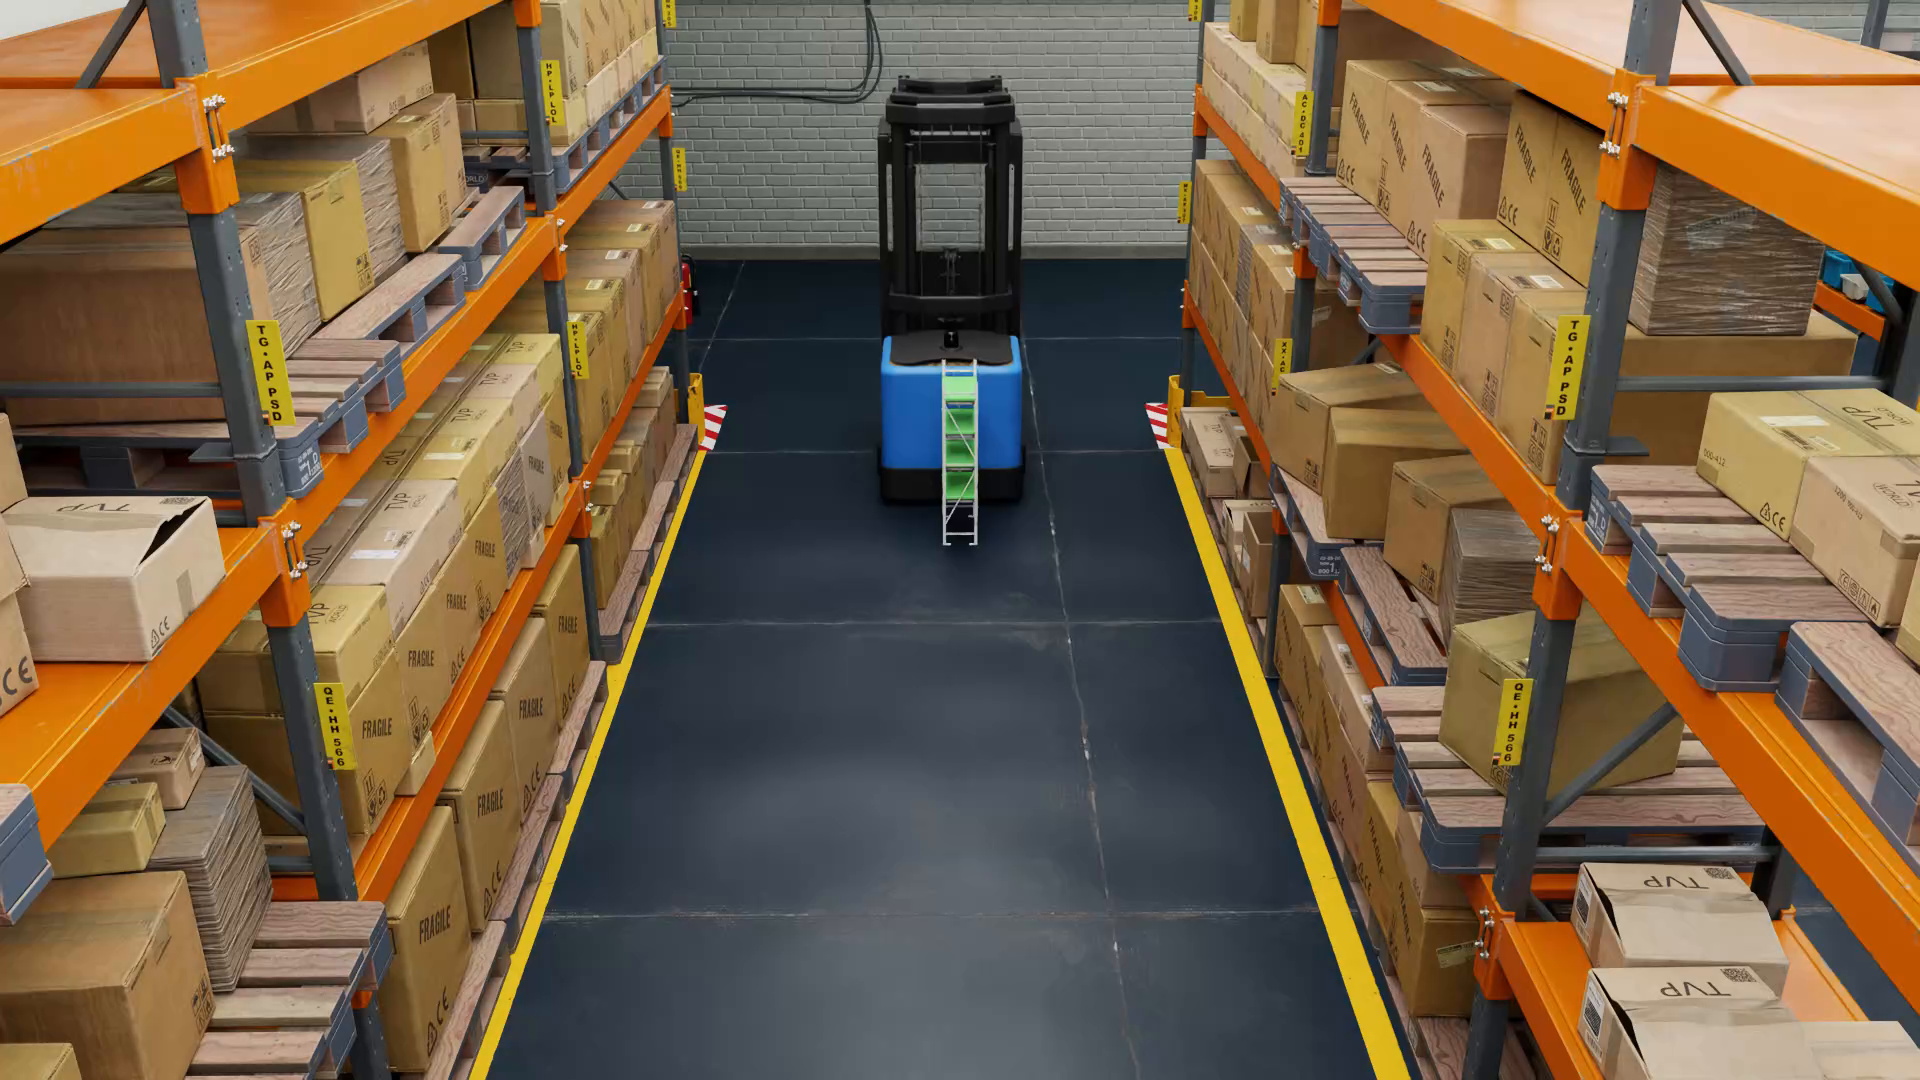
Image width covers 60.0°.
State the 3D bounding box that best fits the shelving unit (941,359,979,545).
[{"bbox_3d":[-0.002,-0.615,11.654,0.258,1.200,0.503,0,24,-1],"label":"shelving unit"}]

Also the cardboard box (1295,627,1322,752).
[{"bbox_3d":[2.098,0.797,8.848,0.500,0.500,0.500,0,24,0],"label":"cardboard box"}]

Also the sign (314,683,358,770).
[{"bbox_3d":[-2.048,0.612,5.447,0.100,0.325,0.005,0,24,-1],"label":"sign"}]

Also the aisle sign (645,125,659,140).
[{"bbox_3d":[-2.378,-3.402,12.477,0.394,0.787,0.004,0,24,-1],"label":"aisle sign"}]

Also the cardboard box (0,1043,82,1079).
[{"bbox_3d":[-2.539,1.571,3.981,0.700,0.500,0.500,0,24,-1],"label":"cardboard box"}]

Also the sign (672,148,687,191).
[{"bbox_3d":[-2.135,-2.819,12.650,0.100,0.325,0.005,0,24,-1],"label":"sign"}]

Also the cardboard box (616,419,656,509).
[{"bbox_3d":[-2.558,-0.537,11.822,0.700,0.500,0.500,-1,24,-2],"label":"cardboard box"}]

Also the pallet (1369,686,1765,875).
[{"bbox_3d":[2.285,0.895,6.365,1.213,0.211,1.003,0,24,-1],"label":"pallet"}]

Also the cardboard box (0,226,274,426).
[{"bbox_3d":[-2.653,-0.698,5.359,0.700,0.500,0.500,-2,24,-5],"label":"cardboard box"}]

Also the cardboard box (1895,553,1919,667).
[{"bbox_3d":[2.443,0.235,3.623,0.500,0.250,0.500,-1,24,-2],"label":"cardboard box"}]

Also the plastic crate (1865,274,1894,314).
[{"bbox_3d":[6.909,-1.808,12.237,0.416,0.233,0.300,0,24,-1],"label":"plastic crate"}]

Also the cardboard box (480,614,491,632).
[{"bbox_3d":[-2.386,0.338,7.642,0.380,0.149,0.250,0,24,1],"label":"cardboard box"}]

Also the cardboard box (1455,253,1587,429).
[{"bbox_3d":[2.319,-0.716,5.931,0.910,0.500,0.500,0,24,-1],"label":"cardboard box"}]

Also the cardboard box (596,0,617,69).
[{"bbox_3d":[-2.384,-3.125,10.022,0.500,0.500,0.500,0,24,0],"label":"cardboard box"}]

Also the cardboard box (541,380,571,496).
[{"bbox_3d":[-2.377,-0.539,8.796,0.500,0.500,0.500,-1,24,-1],"label":"cardboard box"}]

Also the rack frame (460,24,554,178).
[{"bbox_3d":[-2.634,-3.272,8.064,1.000,3.000,0.127,0,24,-1],"label":"rack frame"}]

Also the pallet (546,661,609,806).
[{"bbox_3d":[-2.550,1.050,9.172,1.003,0.211,1.213,0,24,-1],"label":"pallet"}]

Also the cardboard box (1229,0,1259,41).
[{"bbox_3d":[2.219,-3.660,11.228,0.700,0.500,0.500,0,24,-1],"label":"cardboard box"}]

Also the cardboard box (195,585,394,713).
[{"bbox_3d":[-2.338,0.378,5.857,0.500,0.250,0.500,0,24,1],"label":"cardboard box"}]

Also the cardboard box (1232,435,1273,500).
[{"bbox_3d":[2.294,-0.399,11.488,0.797,0.503,0.637,0,24,-1],"label":"cardboard box"}]

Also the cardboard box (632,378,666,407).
[{"bbox_3d":[-2.383,-1.089,12.254,0.380,0.149,0.250,0,24,1],"label":"cardboard box"}]

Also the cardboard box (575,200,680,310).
[{"bbox_3d":[-2.662,-2.113,12.418,0.980,0.700,0.700,1,24,2],"label":"cardboard box"}]

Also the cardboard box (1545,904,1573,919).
[{"bbox_3d":[2.632,1.620,7.027,0.500,0.500,0.500,-1,24,-2],"label":"cardboard box"}]

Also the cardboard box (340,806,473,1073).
[{"bbox_3d":[-2.467,1.595,6.683,0.750,0.750,0.750,-1,24,-1],"label":"cardboard box"}]

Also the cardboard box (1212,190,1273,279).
[{"bbox_3d":[2.031,-2.106,11.431,0.500,0.500,0.500,0,24,0],"label":"cardboard box"}]

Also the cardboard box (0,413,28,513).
[{"bbox_3d":[-2.812,-0.014,4.354,0.500,0.500,0.500,0,24,-1],"label":"cardboard box"}]

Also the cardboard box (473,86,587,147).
[{"bbox_3d":[-2.378,-2.359,9.238,0.500,0.250,0.500,0,24,-1],"label":"cardboard box"}]

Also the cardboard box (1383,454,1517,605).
[{"bbox_3d":[2.400,-0.071,7.636,0.700,0.500,0.500,-6,25,-14],"label":"cardboard box"}]

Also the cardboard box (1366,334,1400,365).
[{"bbox_3d":[2.596,-1.259,9.558,0.500,0.500,0.500,0,24,1],"label":"cardboard box"}]

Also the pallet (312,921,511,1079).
[{"bbox_3d":[-2.524,2.055,6.949,1.003,0.211,1.213,0,24,-1],"label":"pallet"}]

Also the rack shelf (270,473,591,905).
[{"bbox_3d":[-2.612,0.614,7.626,1.077,0.370,4.000,0,24,-1],"label":"rack shelf"}]

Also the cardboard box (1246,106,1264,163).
[{"bbox_3d":[2.039,-2.472,10.117,0.500,0.250,0.500,0,24,-1],"label":"cardboard box"}]

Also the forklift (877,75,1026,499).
[{"bbox_3d":[-0.076,-2.195,13.047,1.130,2.935,3.031,0,24,-1],"label":"forklift"}]

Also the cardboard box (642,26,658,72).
[{"bbox_3d":[-2.404,-3.421,11.585,0.500,0.250,0.500,0,24,1],"label":"cardboard box"}]

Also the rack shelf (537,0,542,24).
[{"bbox_3d":[-2.656,-3.586,10.117,1.077,0.370,4.000,0,24,-1],"label":"rack shelf"}]

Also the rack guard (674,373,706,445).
[{"bbox_3d":[-2.678,-1.057,13.481,1.175,0.500,0.348,0,24,-1],"label":"rack guard"}]

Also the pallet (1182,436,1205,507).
[{"bbox_3d":[2.286,-0.580,12.776,1.003,0.211,1.213,0,24,-1],"label":"pallet"}]

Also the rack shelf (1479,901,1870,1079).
[{"bbox_3d":[2.385,2.238,4.034,1.077,0.370,4.000,0,24,-1],"label":"rack shelf"}]

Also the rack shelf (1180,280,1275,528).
[{"bbox_3d":[2.298,-1.058,11.323,1.077,0.370,4.000,0,24,-1],"label":"rack shelf"}]

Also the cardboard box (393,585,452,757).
[{"bbox_3d":[-2.336,0.503,6.492,0.500,0.500,0.500,1,24,1],"label":"cardboard box"}]

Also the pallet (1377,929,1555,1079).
[{"bbox_3d":[2.393,2.049,6.963,1.003,0.211,1.213,0,24,-1],"label":"pallet"}]

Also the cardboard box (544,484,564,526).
[{"bbox_3d":[-2.321,-0.191,8.813,0.380,0.149,0.250,0,24,0],"label":"cardboard box"}]

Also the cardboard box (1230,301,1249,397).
[{"bbox_3d":[2.042,-1.236,10.723,0.500,0.500,0.500,0,24,1],"label":"cardboard box"}]

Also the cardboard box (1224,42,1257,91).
[{"bbox_3d":[2.031,-3.111,10.925,0.500,0.250,0.500,0,24,-1],"label":"cardboard box"}]

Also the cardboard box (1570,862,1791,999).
[{"bbox_3d":[2.323,1.277,5.395,0.500,0.311,0.500,1,24,3],"label":"cardboard box"}]

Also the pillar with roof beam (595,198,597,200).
[{"bbox_3d":[0.733,-6.048,14.202,9.100,9.000,0.400,0,24,-1],"label":"pillar with roof beam"}]

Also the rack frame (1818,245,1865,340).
[{"bbox_3d":[7.229,-2.231,13.043,1.000,3.000,0.127,0,24,-1],"label":"rack frame"}]

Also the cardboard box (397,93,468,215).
[{"bbox_3d":[-2.734,-1.788,7.768,0.700,0.500,0.500,-2,24,-3],"label":"cardboard box"}]

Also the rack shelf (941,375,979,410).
[{"bbox_3d":[-0.002,-0.994,11.482,0.258,0.148,0.480,0,24,-1],"label":"rack shelf"}]
